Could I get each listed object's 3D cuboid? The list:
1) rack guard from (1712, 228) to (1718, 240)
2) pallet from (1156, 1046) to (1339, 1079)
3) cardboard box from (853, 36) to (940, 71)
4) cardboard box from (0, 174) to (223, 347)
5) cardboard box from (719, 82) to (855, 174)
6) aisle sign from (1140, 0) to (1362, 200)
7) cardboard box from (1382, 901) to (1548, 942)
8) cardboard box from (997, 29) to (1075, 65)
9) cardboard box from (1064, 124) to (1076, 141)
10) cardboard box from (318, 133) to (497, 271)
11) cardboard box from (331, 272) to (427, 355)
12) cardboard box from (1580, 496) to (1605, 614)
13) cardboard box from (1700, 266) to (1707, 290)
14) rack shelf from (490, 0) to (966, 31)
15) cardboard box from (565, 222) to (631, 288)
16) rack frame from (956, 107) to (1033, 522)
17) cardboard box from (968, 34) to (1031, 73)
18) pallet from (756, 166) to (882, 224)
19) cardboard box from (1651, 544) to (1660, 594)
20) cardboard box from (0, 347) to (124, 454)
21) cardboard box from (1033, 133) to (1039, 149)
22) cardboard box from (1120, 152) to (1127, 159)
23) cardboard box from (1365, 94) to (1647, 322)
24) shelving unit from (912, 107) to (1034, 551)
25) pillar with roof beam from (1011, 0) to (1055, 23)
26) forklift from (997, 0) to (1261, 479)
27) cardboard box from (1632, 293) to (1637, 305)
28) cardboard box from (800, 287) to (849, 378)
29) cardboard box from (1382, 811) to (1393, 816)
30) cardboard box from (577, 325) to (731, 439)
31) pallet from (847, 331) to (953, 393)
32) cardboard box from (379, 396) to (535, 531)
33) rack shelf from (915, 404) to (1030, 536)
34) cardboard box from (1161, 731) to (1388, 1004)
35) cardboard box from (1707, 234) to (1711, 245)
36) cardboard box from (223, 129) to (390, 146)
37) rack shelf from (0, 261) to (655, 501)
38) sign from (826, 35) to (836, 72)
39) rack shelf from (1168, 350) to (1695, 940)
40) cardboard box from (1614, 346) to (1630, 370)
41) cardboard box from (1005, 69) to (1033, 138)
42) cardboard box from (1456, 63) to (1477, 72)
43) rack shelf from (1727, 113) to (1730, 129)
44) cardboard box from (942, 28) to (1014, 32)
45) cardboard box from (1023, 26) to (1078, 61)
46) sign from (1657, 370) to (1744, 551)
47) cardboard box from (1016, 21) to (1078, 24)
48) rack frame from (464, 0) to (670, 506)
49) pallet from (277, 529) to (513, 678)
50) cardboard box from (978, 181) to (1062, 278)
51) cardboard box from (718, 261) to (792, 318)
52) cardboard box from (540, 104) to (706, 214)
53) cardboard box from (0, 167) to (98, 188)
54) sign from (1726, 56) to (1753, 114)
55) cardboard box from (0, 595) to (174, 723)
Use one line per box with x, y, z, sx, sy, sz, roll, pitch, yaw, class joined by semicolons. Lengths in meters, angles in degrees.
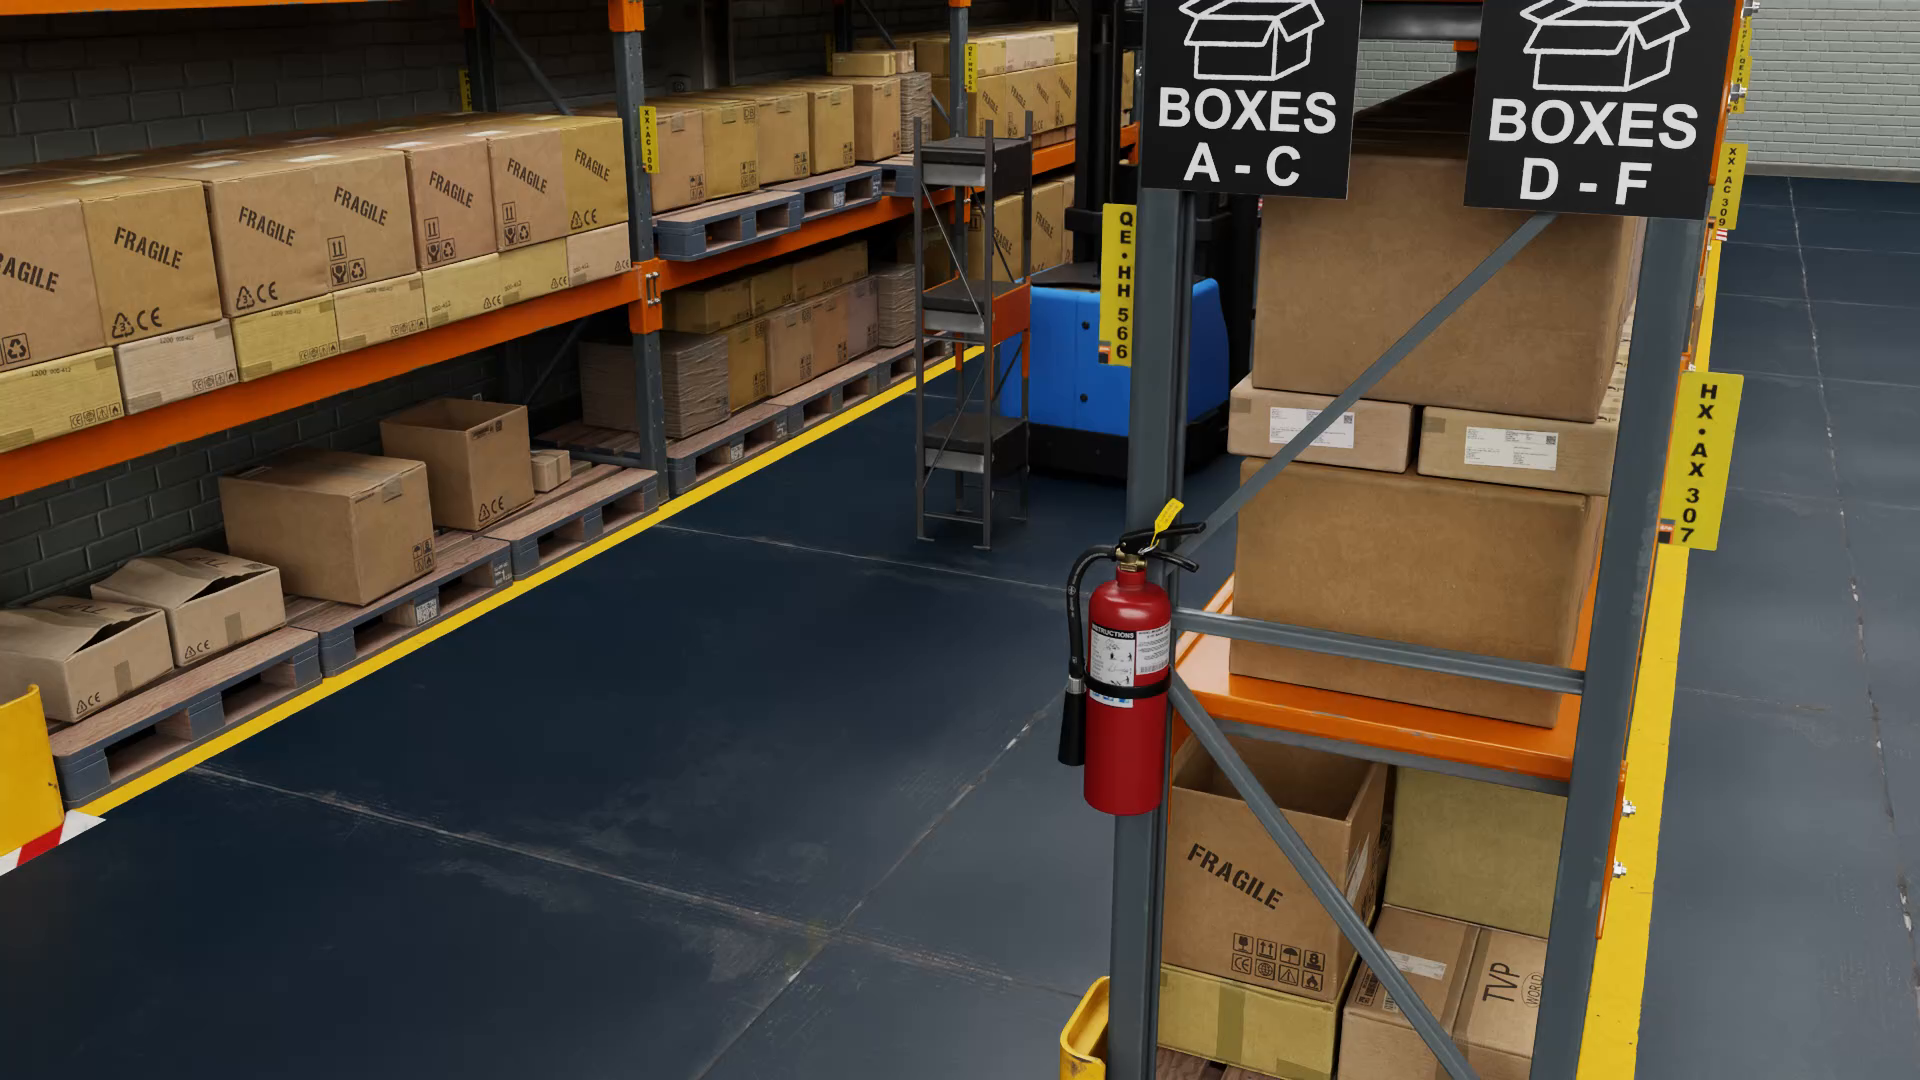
7.341;-3.464;17.463;1.175;0.500;0.348;9;21;23;rack guard
1.095;1.300;4.497;1.003;0.211;1.213;9;21;23;pallet
-0.475;-3.622;12.435;0.500;0.250;0.500;9;22;24;cardboard box
-3.019;-0.999;5.876;0.500;0.500;0.500;9;21;23;cardboard box
-1.098;-2.623;10.563;0.700;0.500;0.500;9;21;23;cardboard box
0.526;-1.019;2.977;0.394;0.787;0.004;9;21;23;aisle sign
1.444;1.037;4.553;0.500;0.250;0.500;9;21;23;cardboard box
0.621;-4.026;13.571;0.500;0.250;0.500;8;21;22;cardboard box
0.773;-3.487;14.143;0.380;0.149;0.250;8;21;21;cardboard box
-2.389;-1.474;7.213;0.500;0.500;0.500;8;21;21;cardboard box
-2.588;-0.966;6.904;0.500;0.250;0.500;9;21;23;cardboard box
1.234;-0.123;4.189;0.700;0.500;0.500;9;22;24;cardboard box
4.963;-1.662;11.740;0.500;0.500;0.500;8;21;22;cardboard box
-1.243;-3.361;10.039;1.077;0.370;4.000;9;21;23;rack shelf
-1.980;-1.427;8.200;0.500;0.250;0.500;9;21;23;cardboard box
0.168;-1.114;8.469;0.400;2.100;0.015;9;21;23;rack frame
0.216;-3.716;12.698;0.500;0.250;0.500;8;21;22;cardboard box
-1.198;-2.197;10.455;1.003;0.211;1.213;9;21;23;pallet
2.850;0.012;7.436;0.500;0.250;0.500;8;21;21;cardboard box
-3.211;-0.497;5.583;0.500;0.250;0.500;8;21;21;cardboard box
0.423;-3.255;13.490;0.380;0.149;0.250;9;21;24;cardboard box
1.694;-3.886;17.054;0.380;0.149;0.250;8;21;21;cardboard box
1.461;-0.905;4.451;0.700;0.500;0.500;9;21;23;cardboard box
0.068;-1.040;8.259;0.431;2.100;0.503;9;21;23;shelving unit
4.639;-6.689;13.848;9.100;9.000;0.400;9;21;23;pillar with roof beam
1.375;-2.146;10.128;1.130;2.935;3.031;11;22;28;forklift
1.703;-0.611;4.593;0.380;0.149;0.250;8;21;22;cardboard box
-1.166;-1.403;11.011;0.700;0.500;0.500;8;21;22;cardboard box
1.167;0.812;5.186;0.500;0.250;0.500;9;21;23;cardboard box
-1.776;-0.932;9.687;0.700;0.500;0.500;9;22;25;cardboard box
-0.746;-1.345;11.937;1.003;0.211;1.213;9;21;23;pallet
-2.451;-0.382;8.140;0.500;0.500;0.500;7;21;19;cardboard box
0.068;-0.368;8.498;0.431;0.518;0.480;9;21;23;rack shelf
0.769;0.766;4.196;0.500;0.500;0.500;9;21;23;cardboard box
5.584;-2.131;13.060;0.500;0.500;0.500;9;21;23;cardboard box
-2.870;-1.543;7.406;0.500;0.500;0.500;9;22;24;cardboard box
-2.881;-0.725;7.104;1.077;0.370;4.000;9;21;23;rack shelf
-0.932;-3.519;12.158;0.100;0.325;0.005;9;21;23;sign
1.639;-0.046;5.196;1.077;0.370;4.000;9;21;23;rack shelf
1.387;-0.374;3.927;0.380;0.149;0.250;9;21;23;cardboard box
0.231;-3.367;12.836;0.500;0.500;0.500;9;22;24;cardboard box
2.077;-1.364;5.741;0.700;0.500;0.500;8;21;23;cardboard box
6.553;-3.715;15.511;1.077;0.370;4.000;9;21;23;rack shelf
0.161;-4.092;13.756;0.500;0.250;0.500;8;21;21;cardboard box
0.829;-4.182;14.009;0.500;0.250;0.500;9;21;24;cardboard box
1.324;-0.141;2.978;0.100;0.325;0.005;9;21;23;sign
0.787;-4.566;15.088;0.500;0.250;0.500;9;22;24;cardboard box
-2.062;-1.675;8.702;1.000;3.000;0.127;9;21;23;rack frame
-2.803;0.223;7.526;1.003;0.211;1.213;9;21;23;pallet
0.361;-2.557;13.762;0.750;0.750;0.750;8;21;22;cardboard box
-1.389;-1.580;10.389;0.500;0.250;0.500;8;21;21;cardboard box
-1.823;-2.080;9.036;0.700;0.500;0.500;9;21;23;cardboard box
-3.486;-1.070;6.076;0.500;0.500;0.500;9;21;23;cardboard box
4.604;-2.690;9.827;0.100;0.325;0.005;9;21;23;sign
-3.335;0.408;6.201;0.500;0.311;0.500;6;20;17;cardboard box
